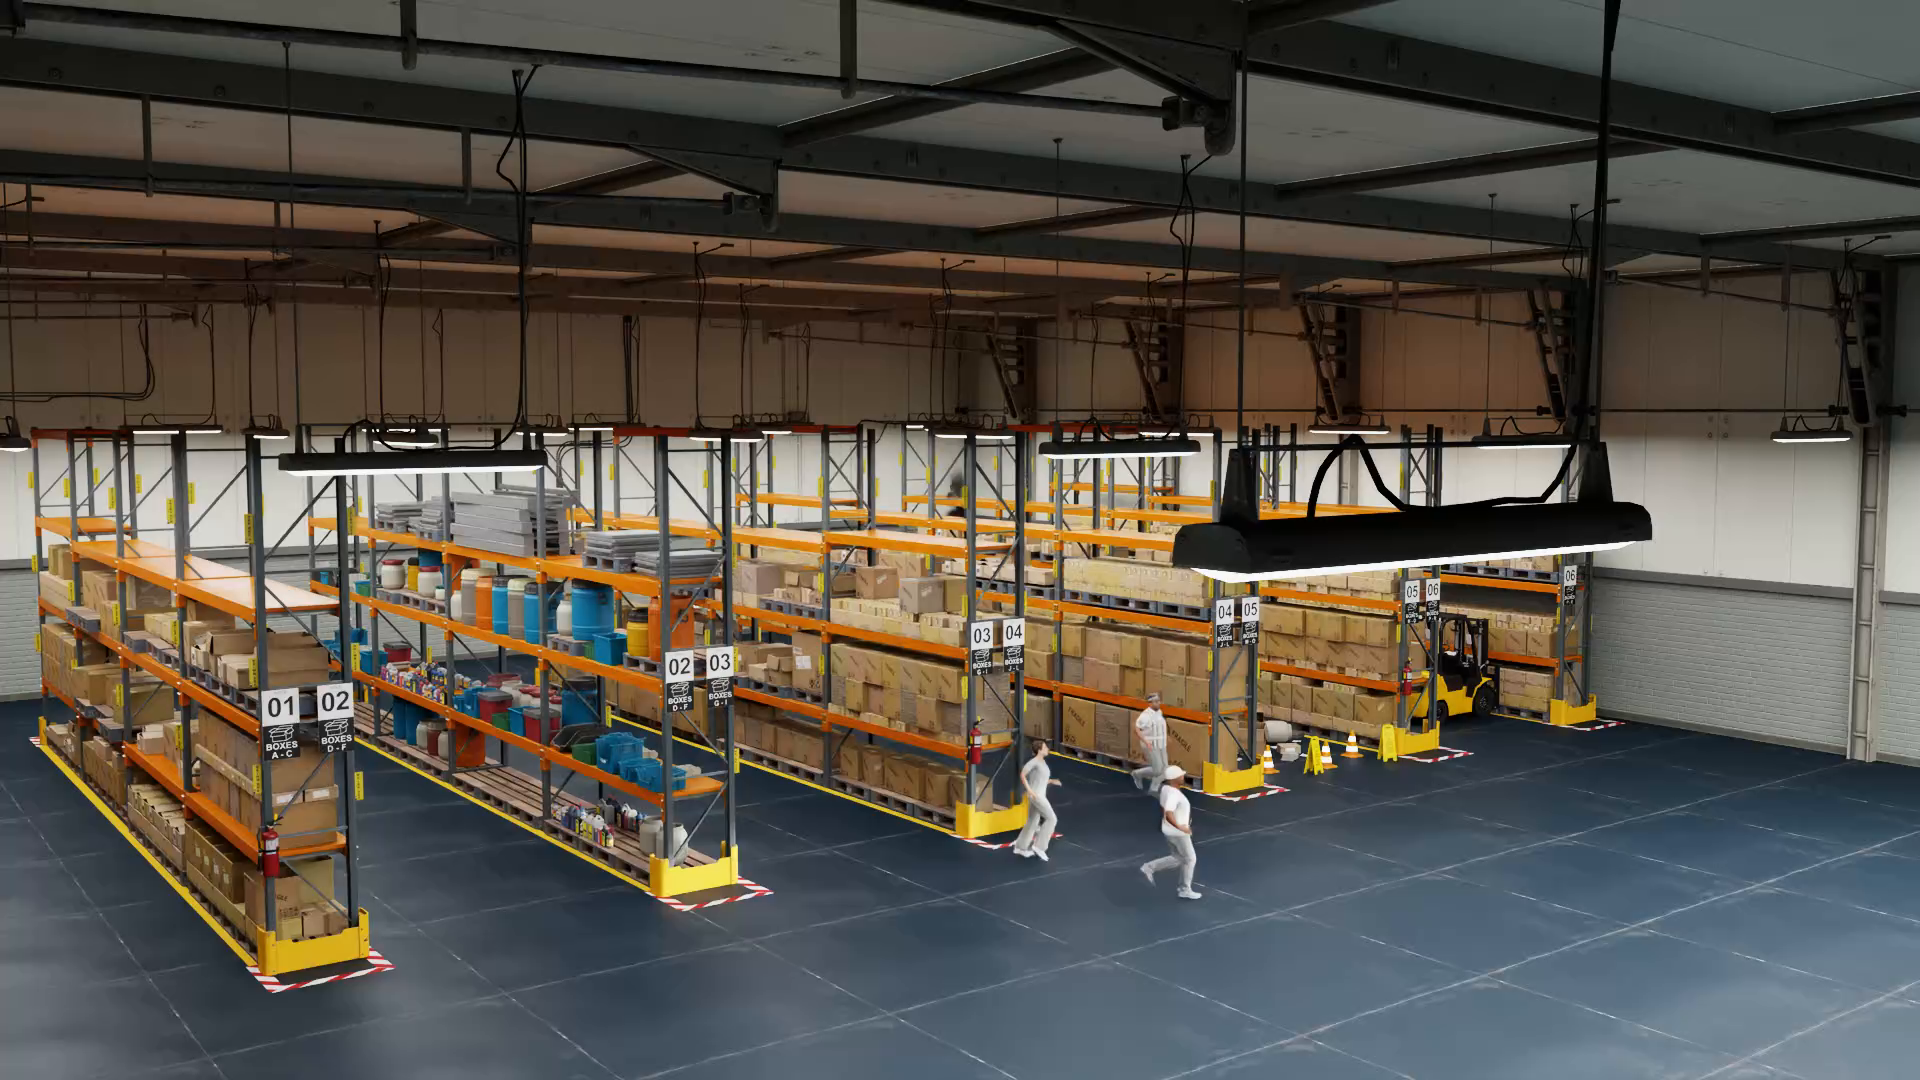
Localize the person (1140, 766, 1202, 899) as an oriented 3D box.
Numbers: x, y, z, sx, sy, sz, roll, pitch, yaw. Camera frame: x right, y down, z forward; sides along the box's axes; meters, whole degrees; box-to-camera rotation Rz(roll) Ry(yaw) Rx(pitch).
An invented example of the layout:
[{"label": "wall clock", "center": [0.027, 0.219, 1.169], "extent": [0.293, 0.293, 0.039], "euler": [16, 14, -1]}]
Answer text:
[{"label": "person", "center": [2.746, 3.785, 21.501], "extent": [0.799, 1.748, 0.700], "euler": [-1, 5, -8]}]

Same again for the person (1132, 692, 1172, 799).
[{"label": "person", "center": [3.145, 3.346, 27.163], "extent": [0.603, 1.735, 0.665], "euler": [4, 6, 42]}]

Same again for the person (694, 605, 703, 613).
[{"label": "person", "center": [-6.236, 2.379, 39.191], "extent": [0.733, 1.777, 0.898], "euler": [-1, 5, -8]}]

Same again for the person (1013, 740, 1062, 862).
[{"label": "person", "center": [1.104, 3.660, 23.507], "extent": [0.667, 1.689, 0.549], "euler": [1, 5, 8]}]
